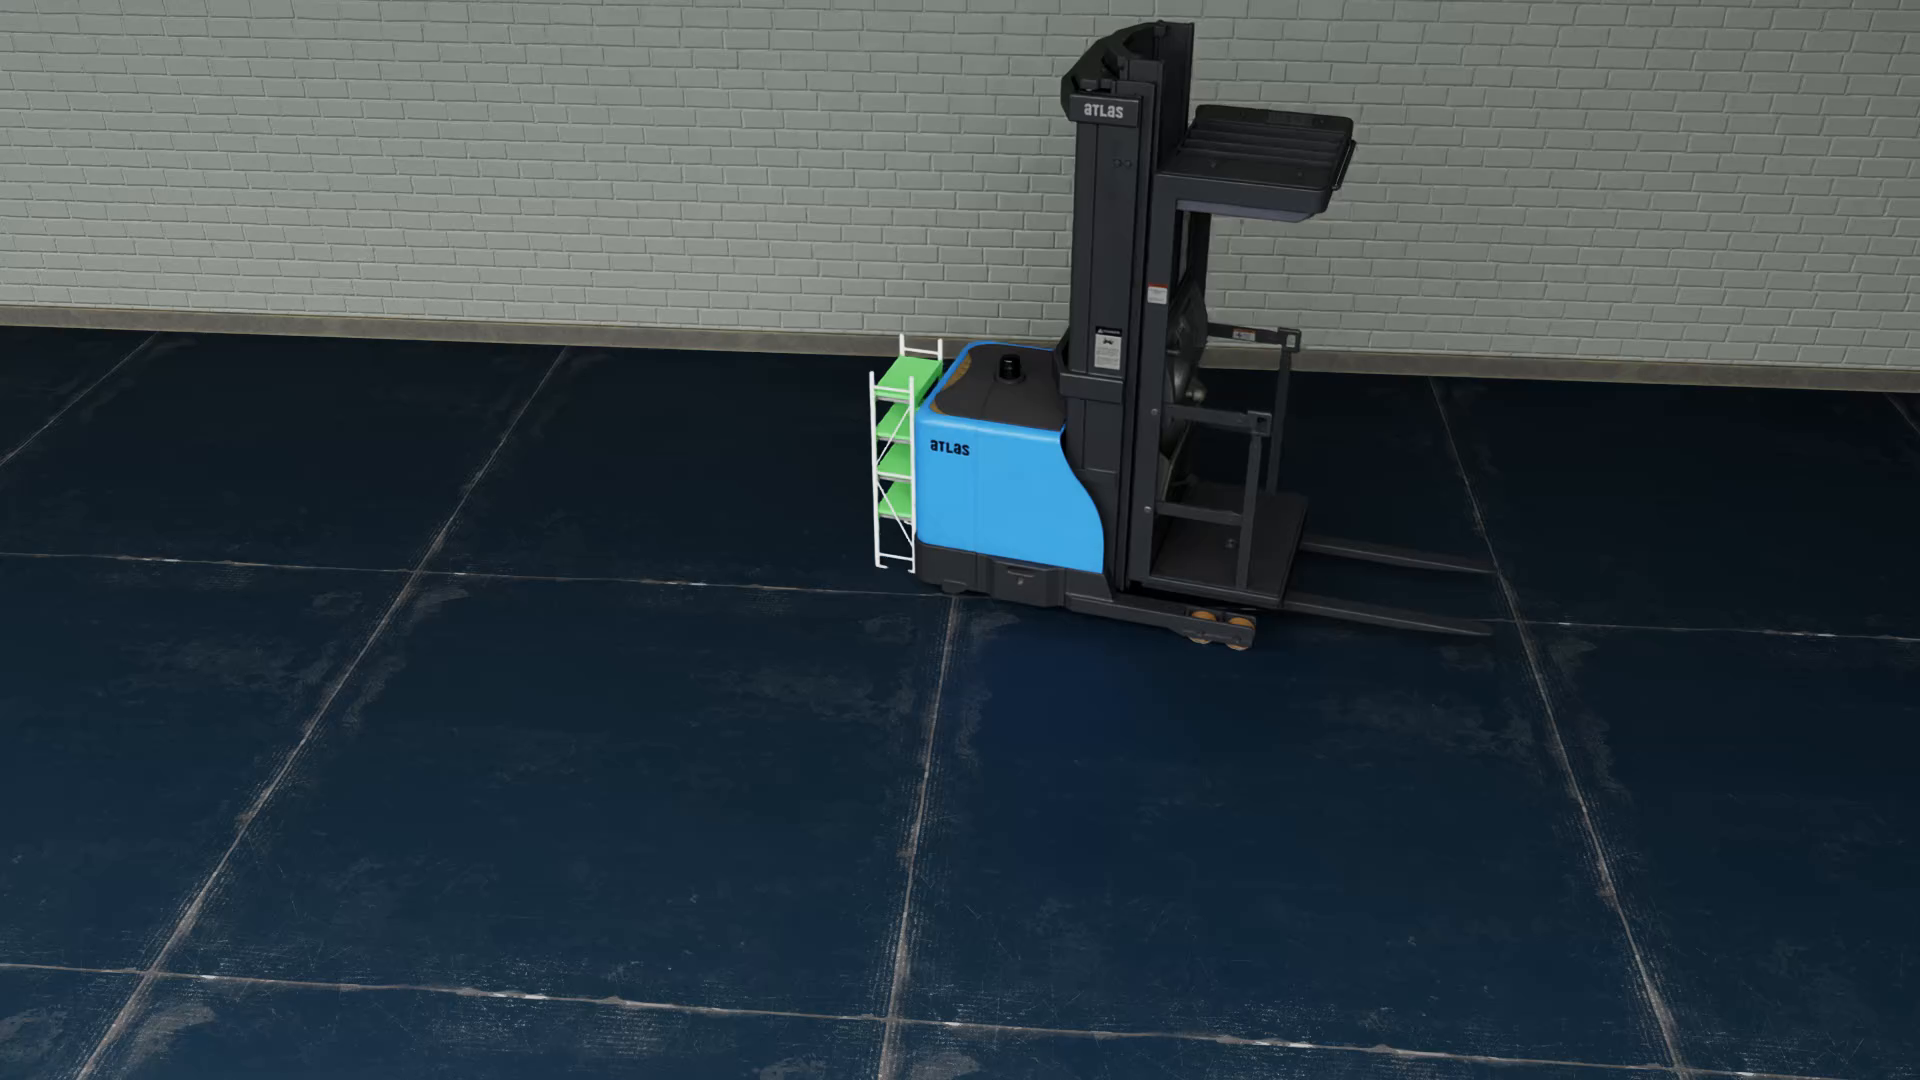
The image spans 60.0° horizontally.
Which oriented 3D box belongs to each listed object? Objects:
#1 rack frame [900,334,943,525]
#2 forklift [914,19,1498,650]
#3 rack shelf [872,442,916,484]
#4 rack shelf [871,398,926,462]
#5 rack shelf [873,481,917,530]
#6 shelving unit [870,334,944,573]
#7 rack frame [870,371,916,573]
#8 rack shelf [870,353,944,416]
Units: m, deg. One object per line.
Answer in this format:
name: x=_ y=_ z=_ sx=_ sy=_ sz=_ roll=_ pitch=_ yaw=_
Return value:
rack frame: x=-0.211 y=-0.592 z=9.348 sx=0.240 sy=1.200 sz=0.015 roll=9 pitch=33 yaw=15
forklift: x=1.327 y=-0.991 z=8.345 sx=3.031 sy=2.935 sz=1.130 roll=9 pitch=33 yaw=15
rack shelf: x=-0.283 y=-0.416 z=9.183 sx=0.258 sy=0.148 sz=0.480 roll=9 pitch=33 yaw=15
rack shelf: x=-0.283 y=-0.620 z=9.057 sx=0.258 sy=0.148 sz=0.480 roll=9 pitch=33 yaw=15
rack shelf: x=-0.283 y=-0.211 z=9.309 sx=0.258 sy=0.148 sz=0.480 roll=9 pitch=33 yaw=15
shelving unit: x=-0.283 y=-0.470 z=9.149 sx=0.258 sy=1.200 sz=0.503 roll=9 pitch=33 yaw=15
rack frame: x=-0.355 y=-0.348 z=8.951 sx=0.240 sy=1.200 sz=0.015 roll=9 pitch=33 yaw=15
rack shelf: x=-0.283 y=-0.824 z=8.931 sx=0.258 sy=0.148 sz=0.480 roll=9 pitch=33 yaw=15
